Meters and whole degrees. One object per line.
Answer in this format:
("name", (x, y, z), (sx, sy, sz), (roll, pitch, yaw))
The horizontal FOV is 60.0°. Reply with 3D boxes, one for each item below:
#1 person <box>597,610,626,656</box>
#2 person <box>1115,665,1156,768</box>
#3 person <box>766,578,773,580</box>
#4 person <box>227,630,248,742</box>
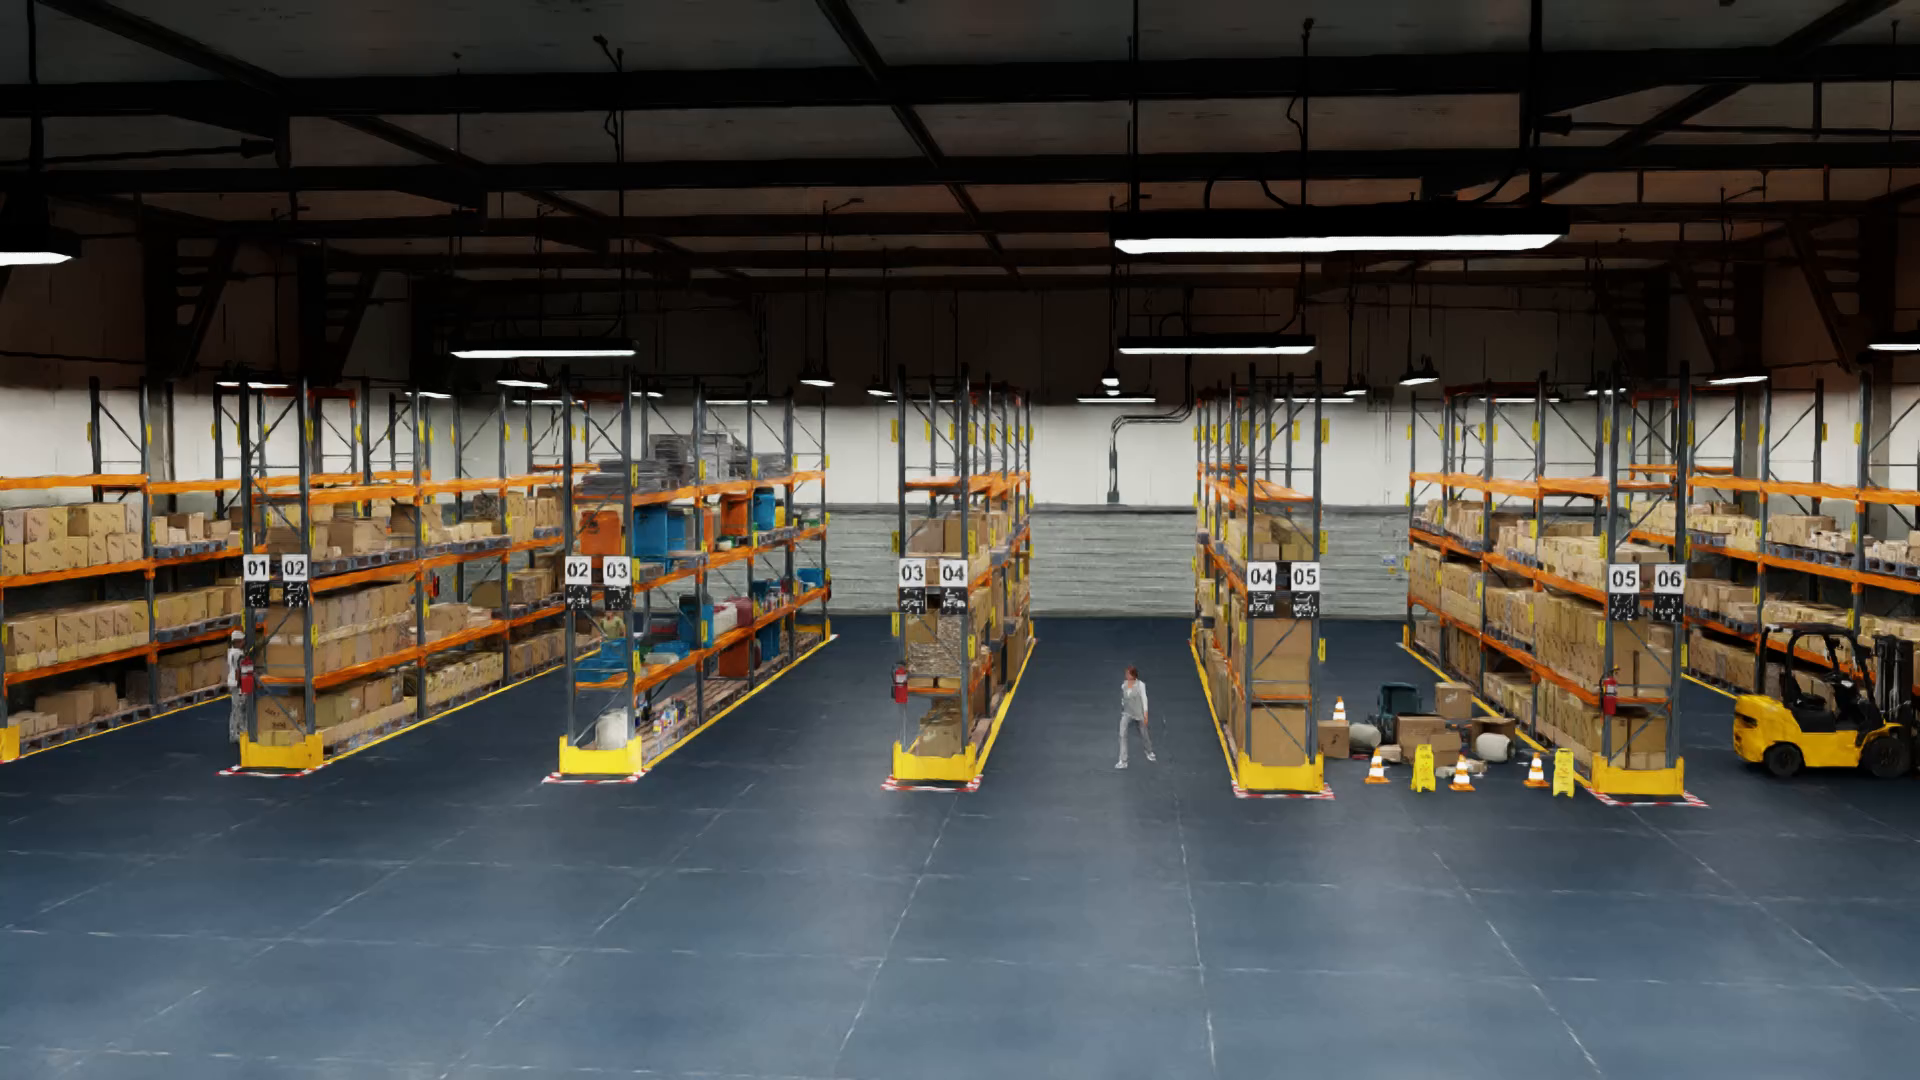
("person", (-6.938, 2.076, 33.113), (0.598, 1.618, 0.507), (0, 4, 4))
("person", (2.647, 2.624, 24.982), (0.461, 1.531, 0.868), (2, 4, 28))
("person", (-4.542, 1.684, 39.374), (0.458, 1.592, 0.534), (0, 4, -5))
("person", (-11.684, 2.358, 27.060), (0.457, 1.781, 0.618), (-2, 4, -26))
